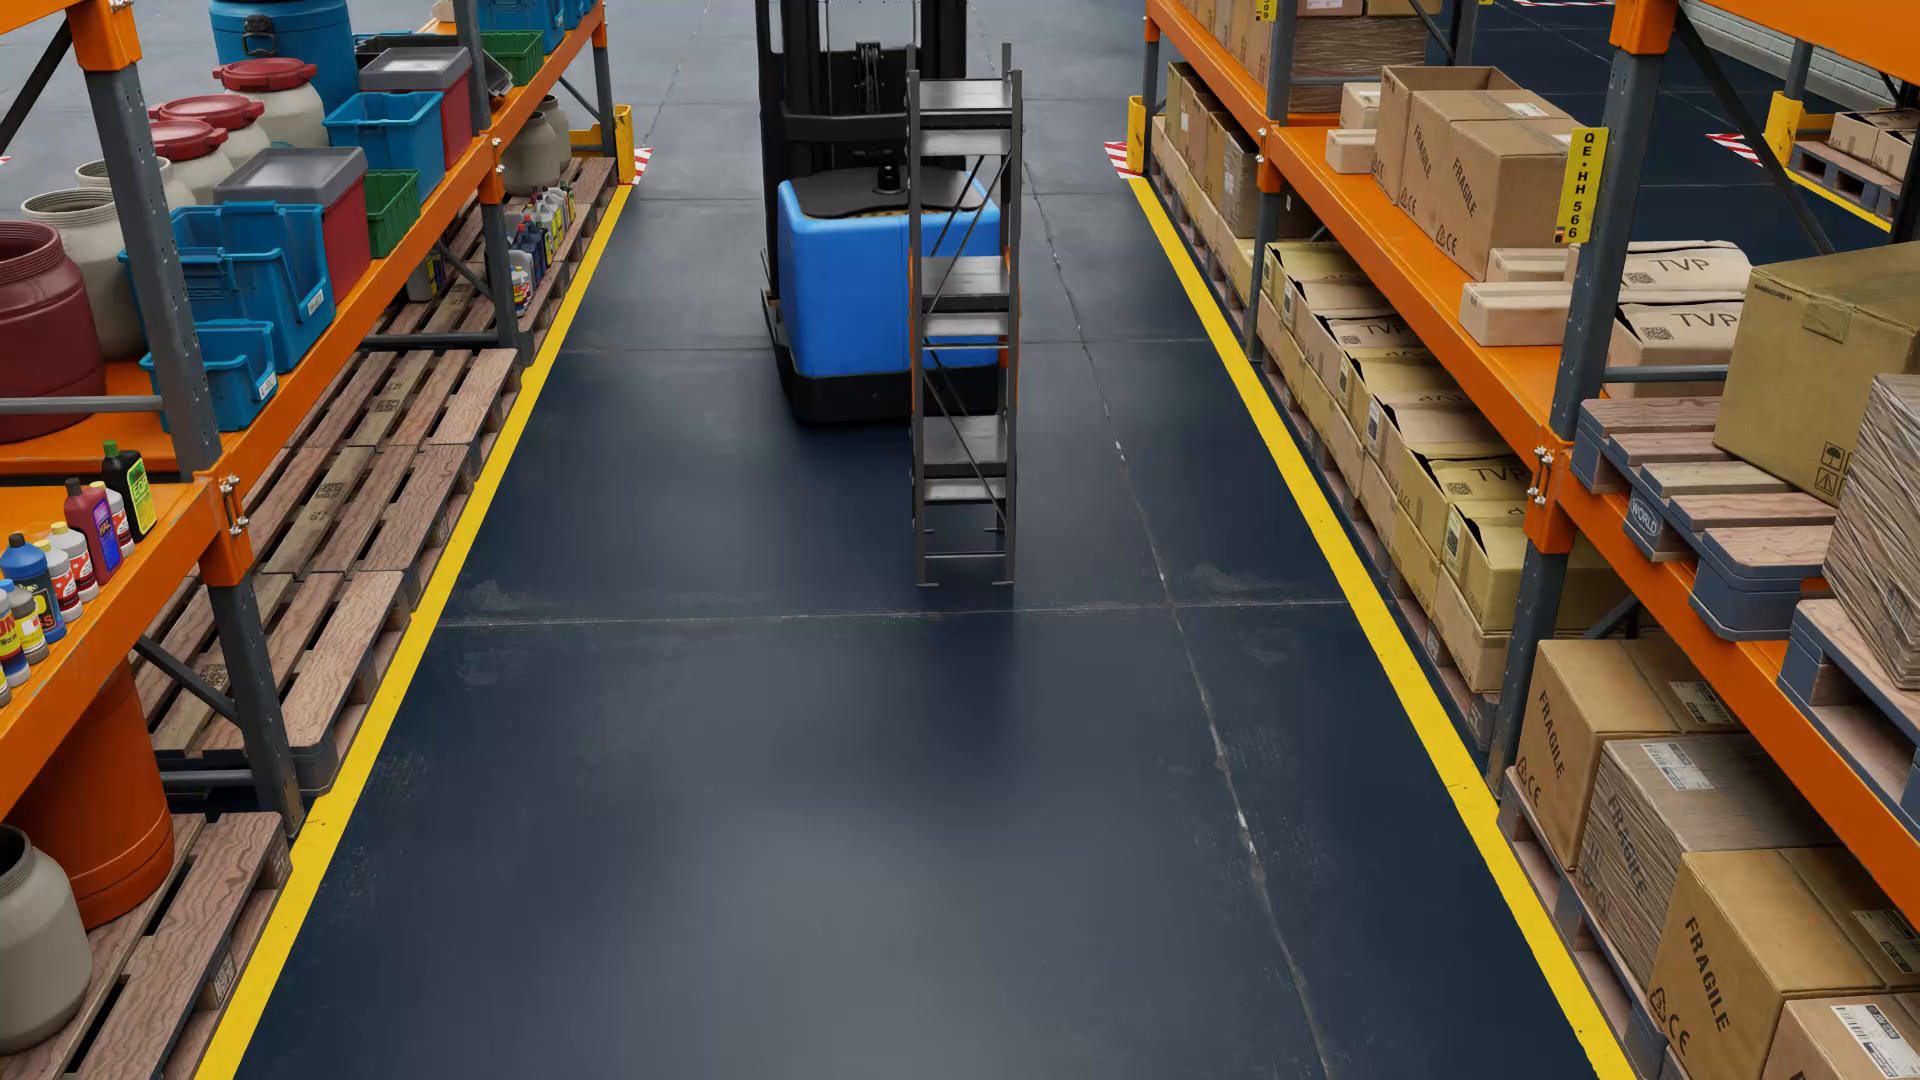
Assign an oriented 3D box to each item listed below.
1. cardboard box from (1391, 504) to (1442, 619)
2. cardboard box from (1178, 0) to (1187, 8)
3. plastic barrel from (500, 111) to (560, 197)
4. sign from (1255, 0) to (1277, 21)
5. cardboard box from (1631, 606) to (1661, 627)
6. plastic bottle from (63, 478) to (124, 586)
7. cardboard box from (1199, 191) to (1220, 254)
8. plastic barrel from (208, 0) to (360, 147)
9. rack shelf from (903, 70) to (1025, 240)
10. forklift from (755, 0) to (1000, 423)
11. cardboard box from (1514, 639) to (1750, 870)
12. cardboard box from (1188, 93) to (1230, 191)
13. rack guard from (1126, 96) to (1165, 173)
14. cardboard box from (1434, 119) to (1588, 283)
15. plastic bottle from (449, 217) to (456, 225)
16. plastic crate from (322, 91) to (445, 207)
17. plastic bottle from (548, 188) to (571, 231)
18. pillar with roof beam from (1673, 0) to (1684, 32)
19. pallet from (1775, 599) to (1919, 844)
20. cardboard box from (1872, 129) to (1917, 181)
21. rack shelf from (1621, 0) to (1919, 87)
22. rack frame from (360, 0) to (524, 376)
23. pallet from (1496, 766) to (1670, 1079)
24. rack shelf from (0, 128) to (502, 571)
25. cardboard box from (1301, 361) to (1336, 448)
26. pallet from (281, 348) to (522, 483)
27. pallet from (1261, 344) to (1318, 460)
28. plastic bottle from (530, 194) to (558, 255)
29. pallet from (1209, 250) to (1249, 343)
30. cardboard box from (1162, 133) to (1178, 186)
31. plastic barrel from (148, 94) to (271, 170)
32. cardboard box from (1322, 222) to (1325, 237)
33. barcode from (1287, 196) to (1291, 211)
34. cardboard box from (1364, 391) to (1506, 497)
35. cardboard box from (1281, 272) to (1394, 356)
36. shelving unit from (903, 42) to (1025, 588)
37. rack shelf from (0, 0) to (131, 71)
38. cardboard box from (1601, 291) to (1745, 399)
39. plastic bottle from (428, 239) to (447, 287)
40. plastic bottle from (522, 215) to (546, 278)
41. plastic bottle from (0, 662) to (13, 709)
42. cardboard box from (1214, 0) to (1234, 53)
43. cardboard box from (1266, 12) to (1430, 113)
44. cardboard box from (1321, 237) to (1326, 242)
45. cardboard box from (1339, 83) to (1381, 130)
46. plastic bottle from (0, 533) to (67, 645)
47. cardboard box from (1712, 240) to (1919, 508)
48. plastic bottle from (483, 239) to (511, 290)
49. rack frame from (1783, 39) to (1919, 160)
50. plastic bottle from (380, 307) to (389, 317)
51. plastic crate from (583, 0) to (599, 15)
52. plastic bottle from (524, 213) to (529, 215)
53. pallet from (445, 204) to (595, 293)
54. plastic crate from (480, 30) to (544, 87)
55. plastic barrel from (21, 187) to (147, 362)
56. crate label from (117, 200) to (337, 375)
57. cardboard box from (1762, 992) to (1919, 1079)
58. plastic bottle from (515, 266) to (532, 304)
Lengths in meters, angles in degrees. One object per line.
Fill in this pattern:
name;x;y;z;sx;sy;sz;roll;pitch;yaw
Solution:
cardboard box;1.989;0.067;6.397;0.500;0.250;0.500;-2;28;-3
cardboard box;1.885;-4.014;11.594;0.700;0.500;0.500;-1;28;-3
plastic barrel;-2.937;-2.617;11.260;0.421;0.512;0.421;0;28;0
sign;1.528;-2.743;8.244;0.100;0.325;0.005;-1;28;-3
cardboard box;2.557;0.045;5.834;0.500;0.311;0.500;0;28;-1
plastic bottle;-2.197;-0.038;4.206;0.061;0.283;0.133;-1;28;-3
cardboard box;1.782;-1.976;10.314;0.500;0.250;0.500;-1;28;-3
plastic barrel;-3.147;-2.257;7.791;0.600;0.901;0.708;-1;28;-3
rack shelf;0.009;-1.463;6.300;0.431;0.518;0.480;-1;28;-3
forklift;-0.555;-2.539;8.948;1.130;2.935;3.031;-5;28;-9
cardboard box;2.029;0.640;5.007;0.500;0.500;0.500;0;28;0
cardboard box;1.754;-2.539;10.583;0.500;0.500;0.500;-1;28;-3
rack guard;1.872;-3.088;12.630;1.175;0.500;0.348;-1;28;-3
cardboard box;2.187;-1.310;6.409;0.500;0.500;0.500;-3;28;-5
plastic bottle;-3.285;-2.129;10.639;0.097;0.201;0.097;0;28;0
plastic crate;-2.497;-1.711;7.305;0.392;0.384;0.575;-1;28;-3
plastic bottle;-2.554;-2.100;10.503;0.152;0.276;0.135;-1;28;-2
pillar with roof beam;3.108;-9.331;15.410;9.100;9.000;0.400;-1;28;-3
pallet;2.397;0.492;3.270;1.003;0.211;1.213;-1;28;-3
cardboard box;6.796;-2.725;11.662;0.500;0.311;0.500;1;28;2
rack shelf;2.395;-0.578;2.649;1.077;0.370;4.000;-1;28;-3
rack frame;-2.865;-2.220;8.263;1.000;3.000;0.127;-1;28;-3
pallet;2.292;1.091;4.929;1.003;0.211;1.213;-1;28;-3
rack shelf;-2.761;-0.978;6.659;1.077;0.370;4.000;-1;28;-3
cardboard box;1.911;-0.638;7.748;0.500;0.250;0.500;-2;28;-4
pallet;-2.785;-0.622;8.214;1.003;0.211;1.213;-1;28;-3
pallet;2.159;-0.762;8.483;1.003;0.211;1.213;-1;28;-3
plastic bottle;-2.525;-1.907;10.052;0.144;0.351;0.185;-2;28;-3
pallet;2.082;-1.470;9.840;1.003;0.211;1.213;-1;28;-3
cardboard box;1.709;-2.669;11.642;0.500;0.250;0.500;-1;28;-3
plastic barrel;-2.996;-1.495;6.725;0.433;0.535;0.433;0;28;0
cardboard box;2.336;-2.090;9.722;0.500;0.500;0.500;-1;28;-3
barcode;1.679;-1.723;8.498;0.001;0.075;0.075;-1;28;-3
cardboard box;1.960;-0.416;6.716;0.500;0.311;0.500;-2;28;-3
cardboard box;1.876;-1.126;8.077;0.500;0.311;0.500;-2;28;-3
shelving unit;0.009;-0.855;6.618;0.431;2.100;0.503;-1;28;-3
rack shelf;-2.552;-0.460;2.423;1.077;0.370;4.000;-1;28;-3
cardboard box;2.315;-0.620;5.292;0.500;0.311;0.500;0;28;1
plastic bottle;-3.050;-1.602;9.547;0.152;0.276;0.135;-1;28;-3
plastic bottle;-2.503;-1.711;9.675;0.144;0.351;0.185;-3;28;-5
plastic bottle;-2.184;0.277;3.691;0.097;0.201;0.097;0;28;0
cardboard box;1.968;-3.299;10.223;0.700;0.500;0.500;-1;28;-1
cardboard box;2.052;-2.587;8.859;0.700;0.500;0.500;-2;28;-4
cardboard box;2.339;-1.758;9.896;0.500;0.250;0.500;-1;28;-3
cardboard box;2.151;-2.045;8.090;0.500;0.250;0.500;0;28;1
plastic bottle;-2.199;0.111;3.933;0.097;0.271;0.097;0;28;0
cardboard box;2.436;-0.433;4.275;0.700;0.500;0.500;-11;29;-20
plastic bottle;-2.637;-1.620;9.501;0.144;0.351;0.185;-1;28;-3
rack frame;6.820;-4.307;12.264;1.000;3.000;0.127;-1;28;-3
plastic bottle;-3.195;-1.335;9.115;0.097;0.201;0.097;0;28;0
plastic crate;-2.749;-3.778;11.410;0.499;0.251;0.616;-1;28;-3
plastic bottle;-2.653;-1.904;10.206;0.097;0.201;0.097;0;28;0
pallet;-2.925;-1.860;10.587;1.003;0.211;1.213;-1;28;-3
plastic crate;-2.654;-2.760;9.527;0.450;0.188;0.662;-1;28;-3
plastic barrel;-2.923;-0.892;5.597;0.421;0.512;0.421;0;28;0
crate label;-2.438;-0.854;5.605;0.502;0.435;0.616;-1;28;-3
cardboard box;2.116;1.354;3.638;0.500;0.500;0.500;-2;28;-4
plastic bottle;-2.454;-1.426;9.291;0.097;0.201;0.097;0;28;0
